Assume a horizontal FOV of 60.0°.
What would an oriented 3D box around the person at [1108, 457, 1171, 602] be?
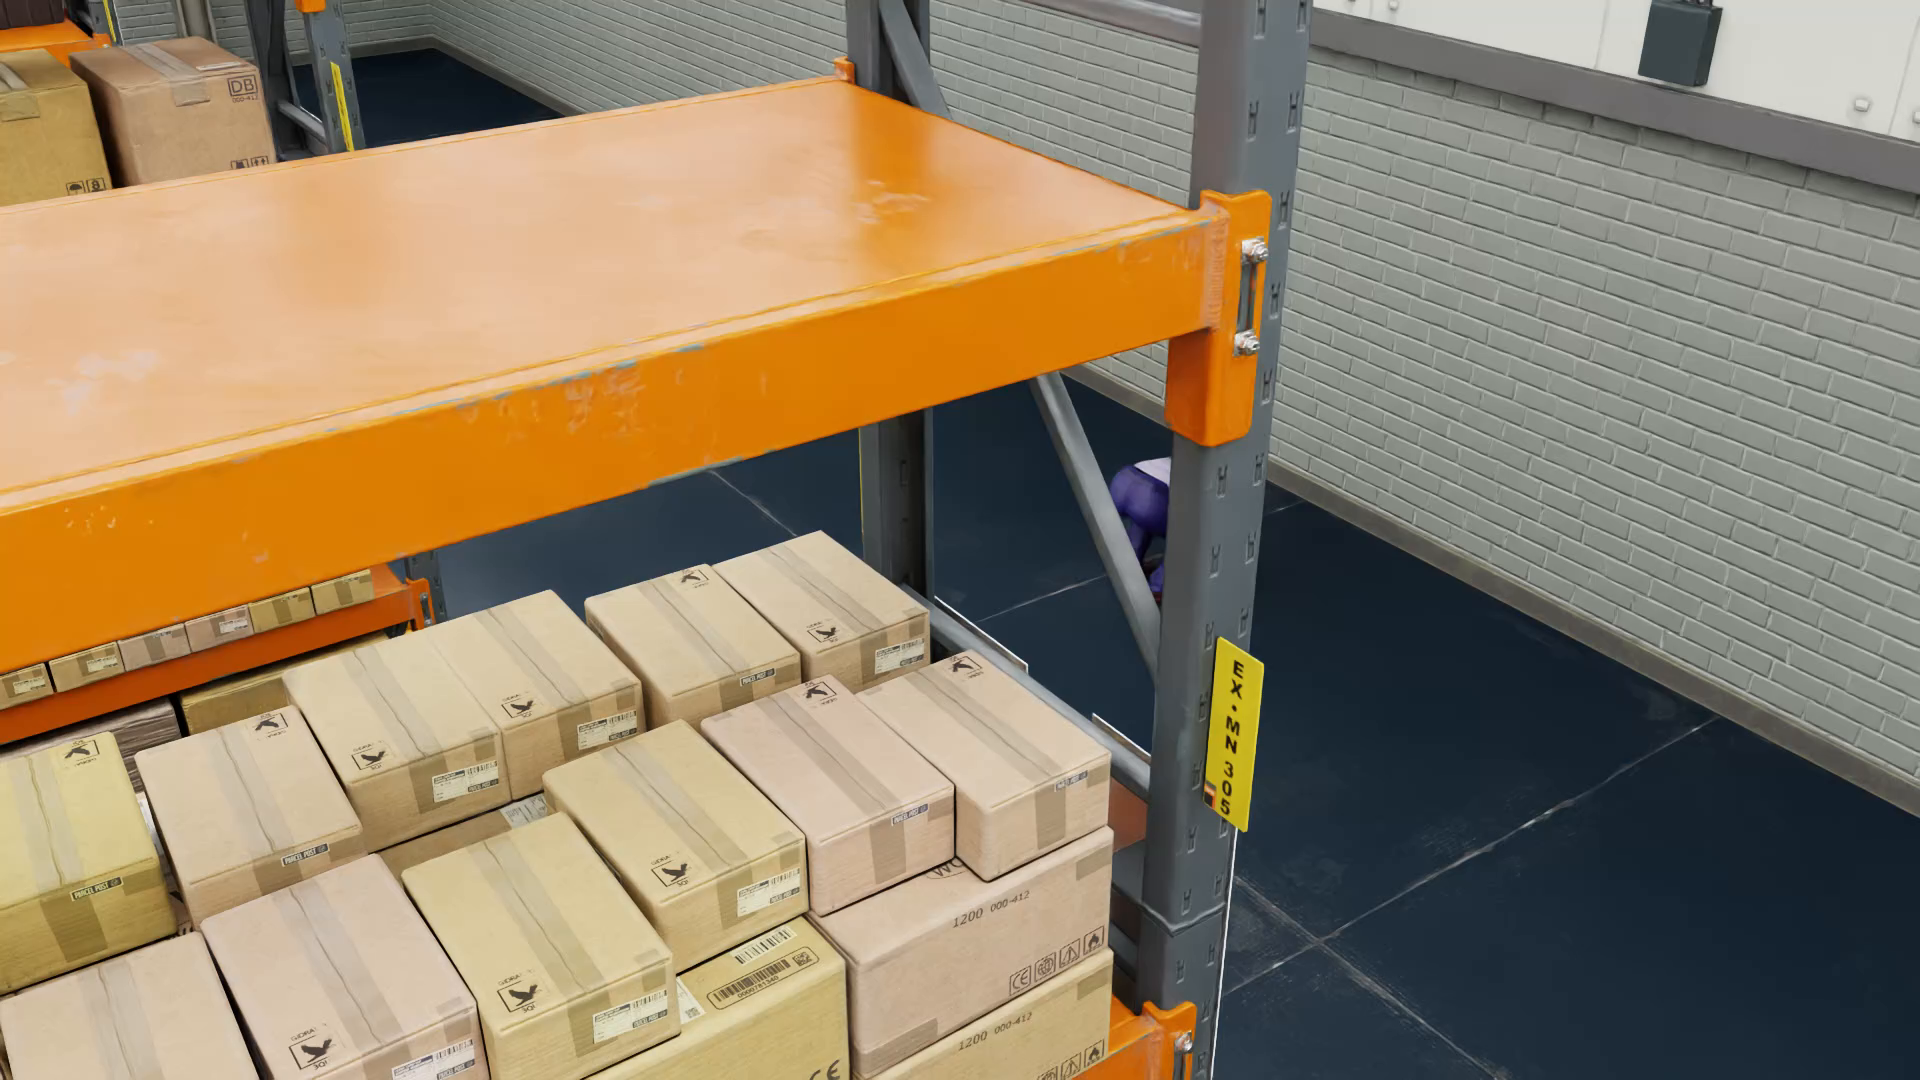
[{"bbox_3d":[1.258,-0.127,9.774,0.900,0.830,0.522,-21,35,-33],"label":"person"}]
